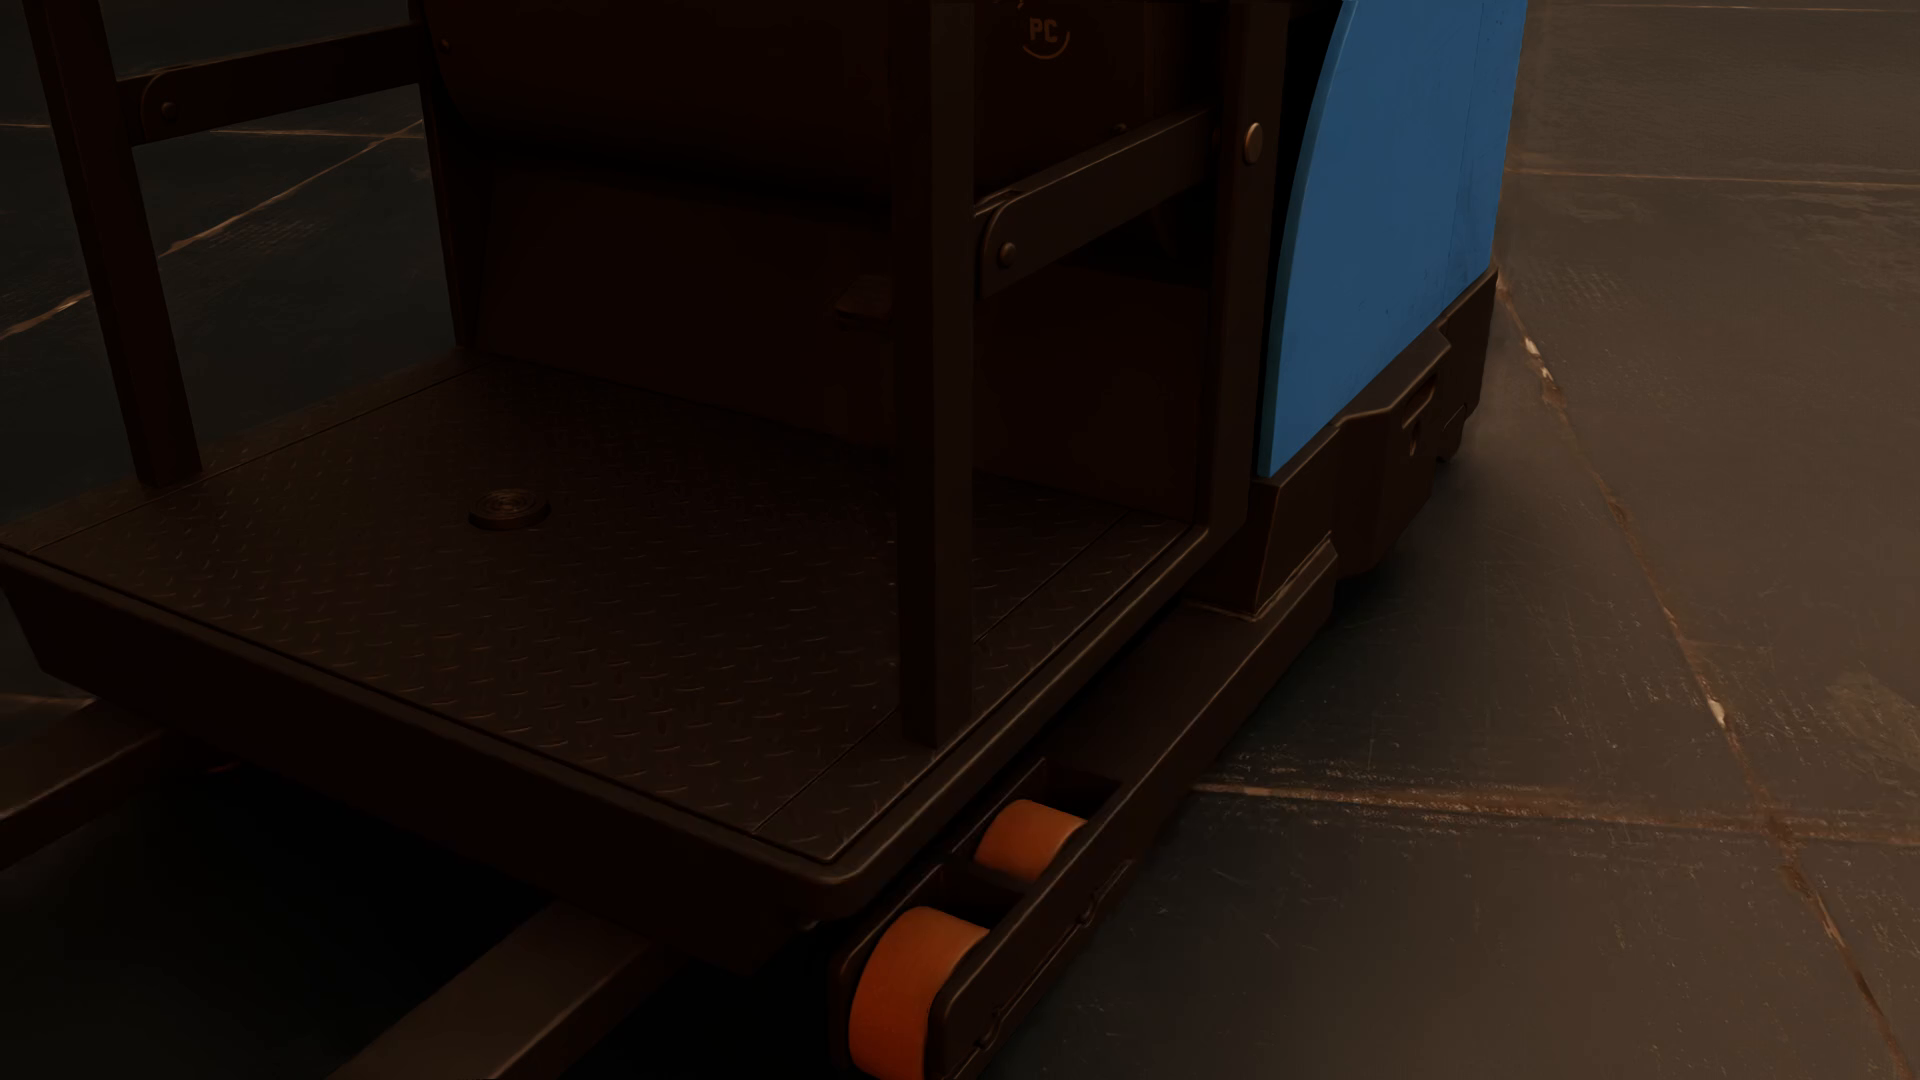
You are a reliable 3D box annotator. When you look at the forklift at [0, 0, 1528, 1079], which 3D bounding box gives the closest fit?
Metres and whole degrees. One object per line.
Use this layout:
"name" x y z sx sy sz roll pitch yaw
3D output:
"forklift" -0.309 -1.047 1.315 1.130 2.935 3.031 15 30 27
